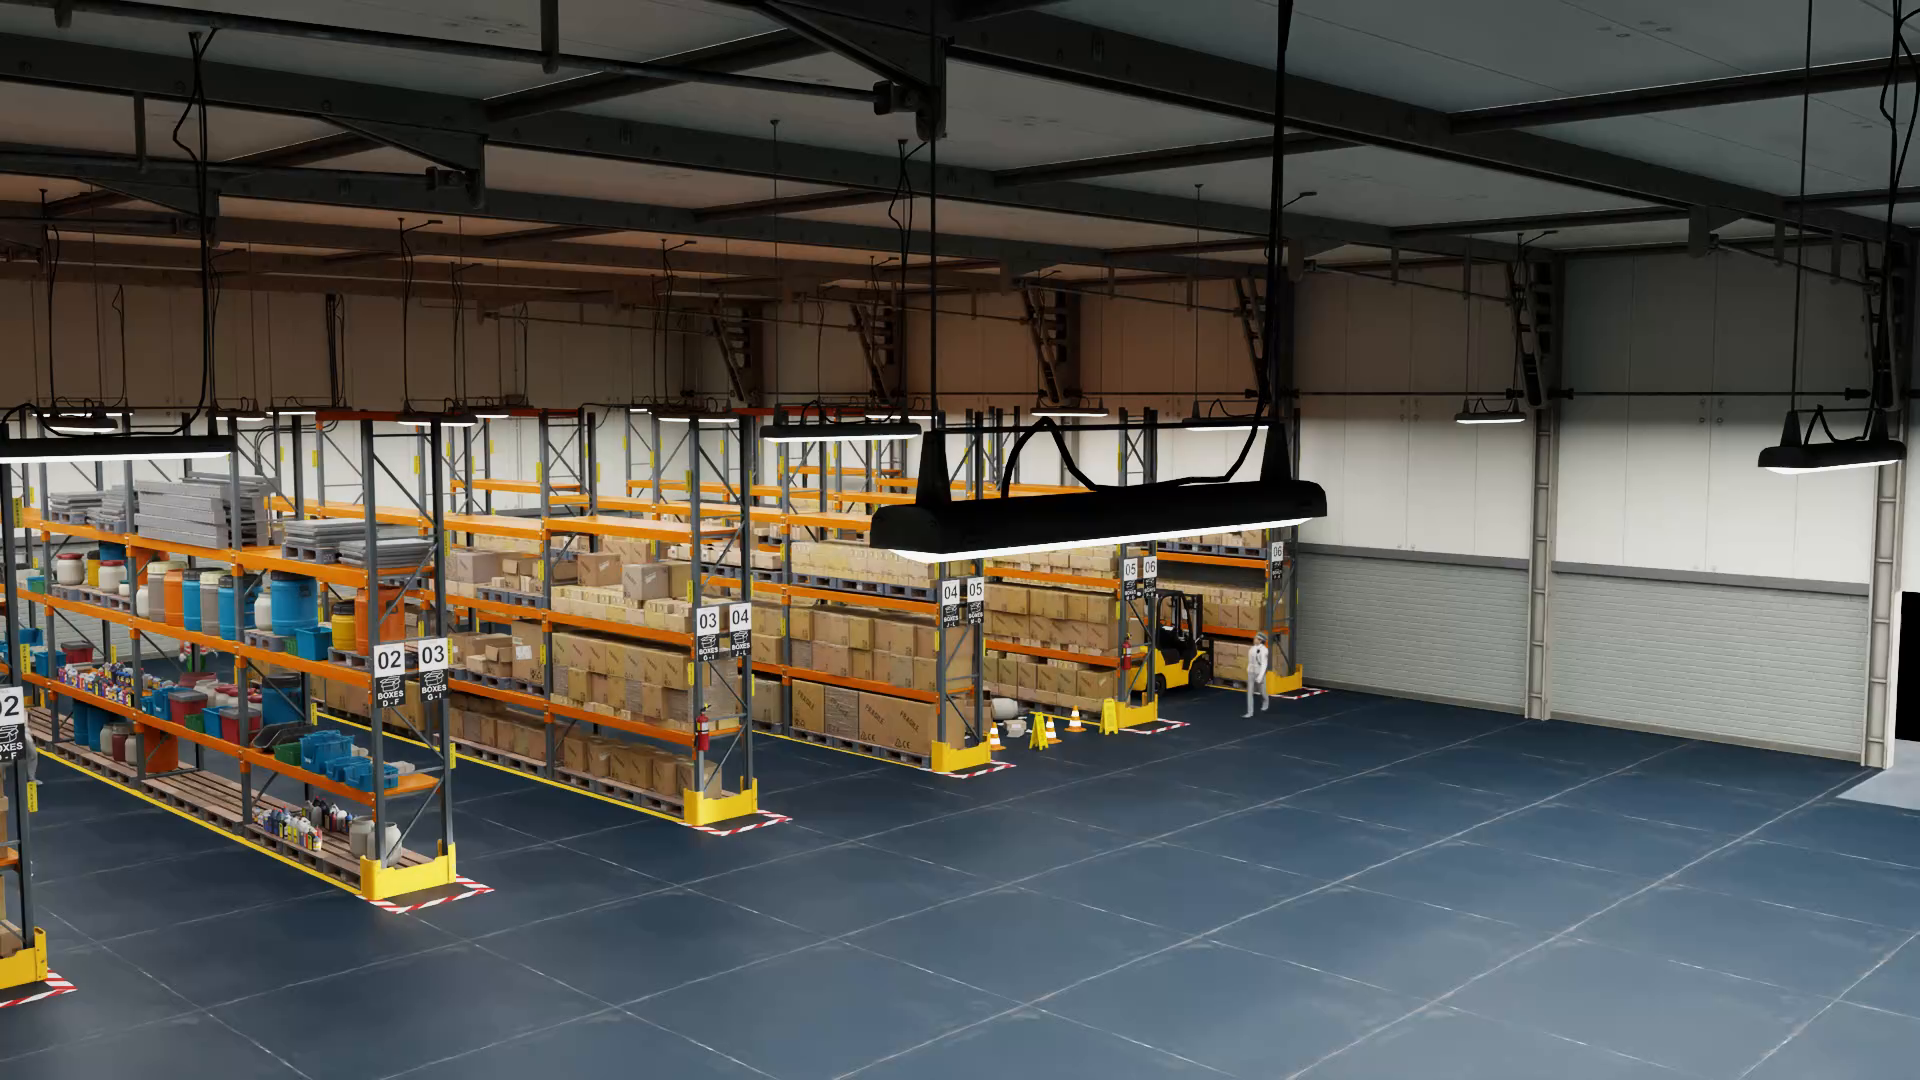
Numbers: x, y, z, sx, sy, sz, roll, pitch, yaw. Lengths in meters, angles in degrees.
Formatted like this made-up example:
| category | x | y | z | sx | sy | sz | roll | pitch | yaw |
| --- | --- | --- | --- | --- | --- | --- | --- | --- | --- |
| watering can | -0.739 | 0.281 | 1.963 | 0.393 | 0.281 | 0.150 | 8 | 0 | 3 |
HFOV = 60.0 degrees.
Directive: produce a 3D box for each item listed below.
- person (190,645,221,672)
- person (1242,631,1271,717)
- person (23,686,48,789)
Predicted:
| category | x | y | z | sx | sy | sz | roll | pitch | yaw |
| --- | --- | --- | --- | --- | --- | --- | --- | --- | --- |
| person | -15.589 | 2.475 | 34.332 | 0.625 | 1.688 | 1.061 | -4 | 6 | -37 |
| person | 5.795 | 2.629 | 32.496 | 0.531 | 1.678 | 0.460 | 0 | 5 | 3 |
| person | -14.907 | 3.180 | 26.524 | 0.668 | 1.706 | 0.614 | 3 | 6 | 28 |
